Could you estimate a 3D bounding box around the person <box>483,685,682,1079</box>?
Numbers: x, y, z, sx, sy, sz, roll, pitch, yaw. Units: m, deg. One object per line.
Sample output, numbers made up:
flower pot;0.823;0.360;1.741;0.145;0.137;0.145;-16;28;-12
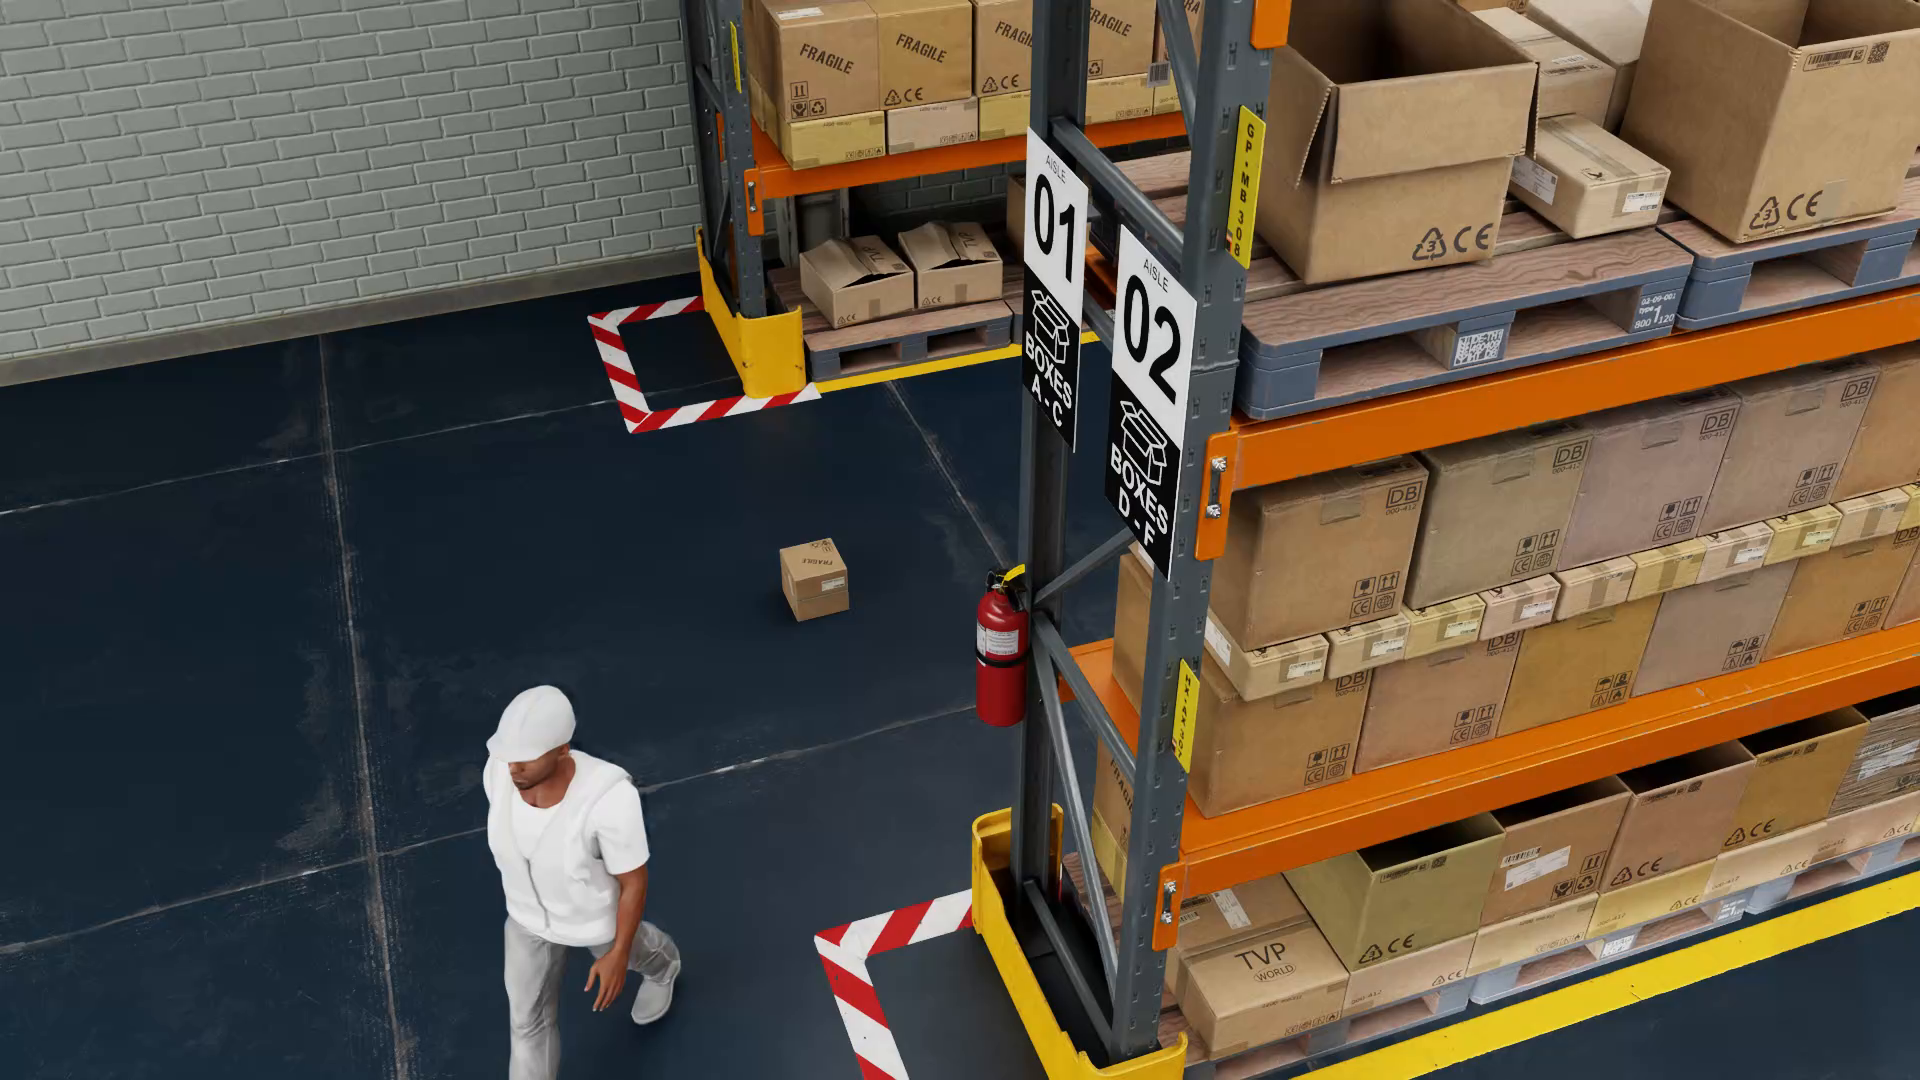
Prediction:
person;-1.242;1.187;5.203;0.581;1.707;1.077;10;39;13
